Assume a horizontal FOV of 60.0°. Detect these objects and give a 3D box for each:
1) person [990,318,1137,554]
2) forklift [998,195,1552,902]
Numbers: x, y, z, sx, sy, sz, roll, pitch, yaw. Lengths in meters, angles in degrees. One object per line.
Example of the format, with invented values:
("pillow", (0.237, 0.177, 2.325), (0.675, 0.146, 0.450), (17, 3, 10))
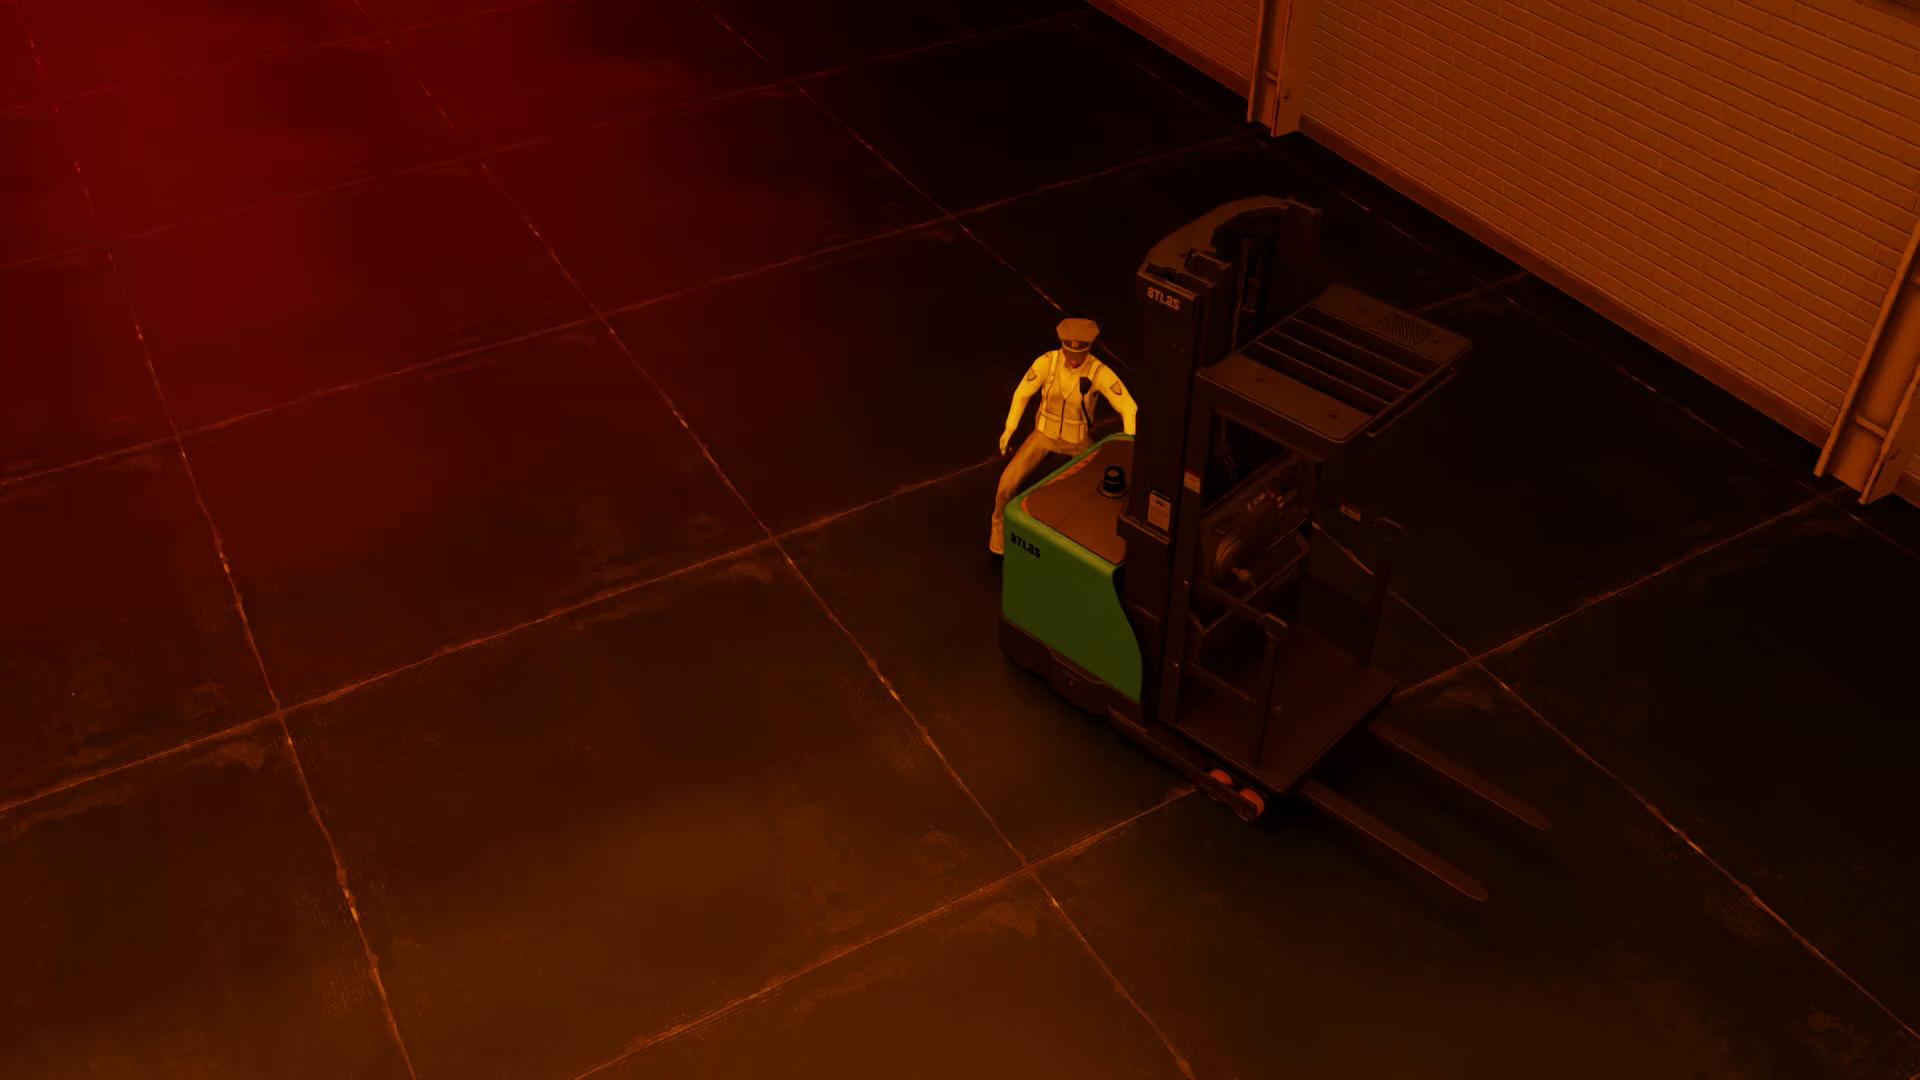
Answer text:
("person", (0.675, -0.603, 9.913), (0.899, 1.539, 0.775), (10, 41, 12))
("forklift", (1.629, -0.059, 8.107), (3.031, 2.935, 1.130), (32, 49, 32))
